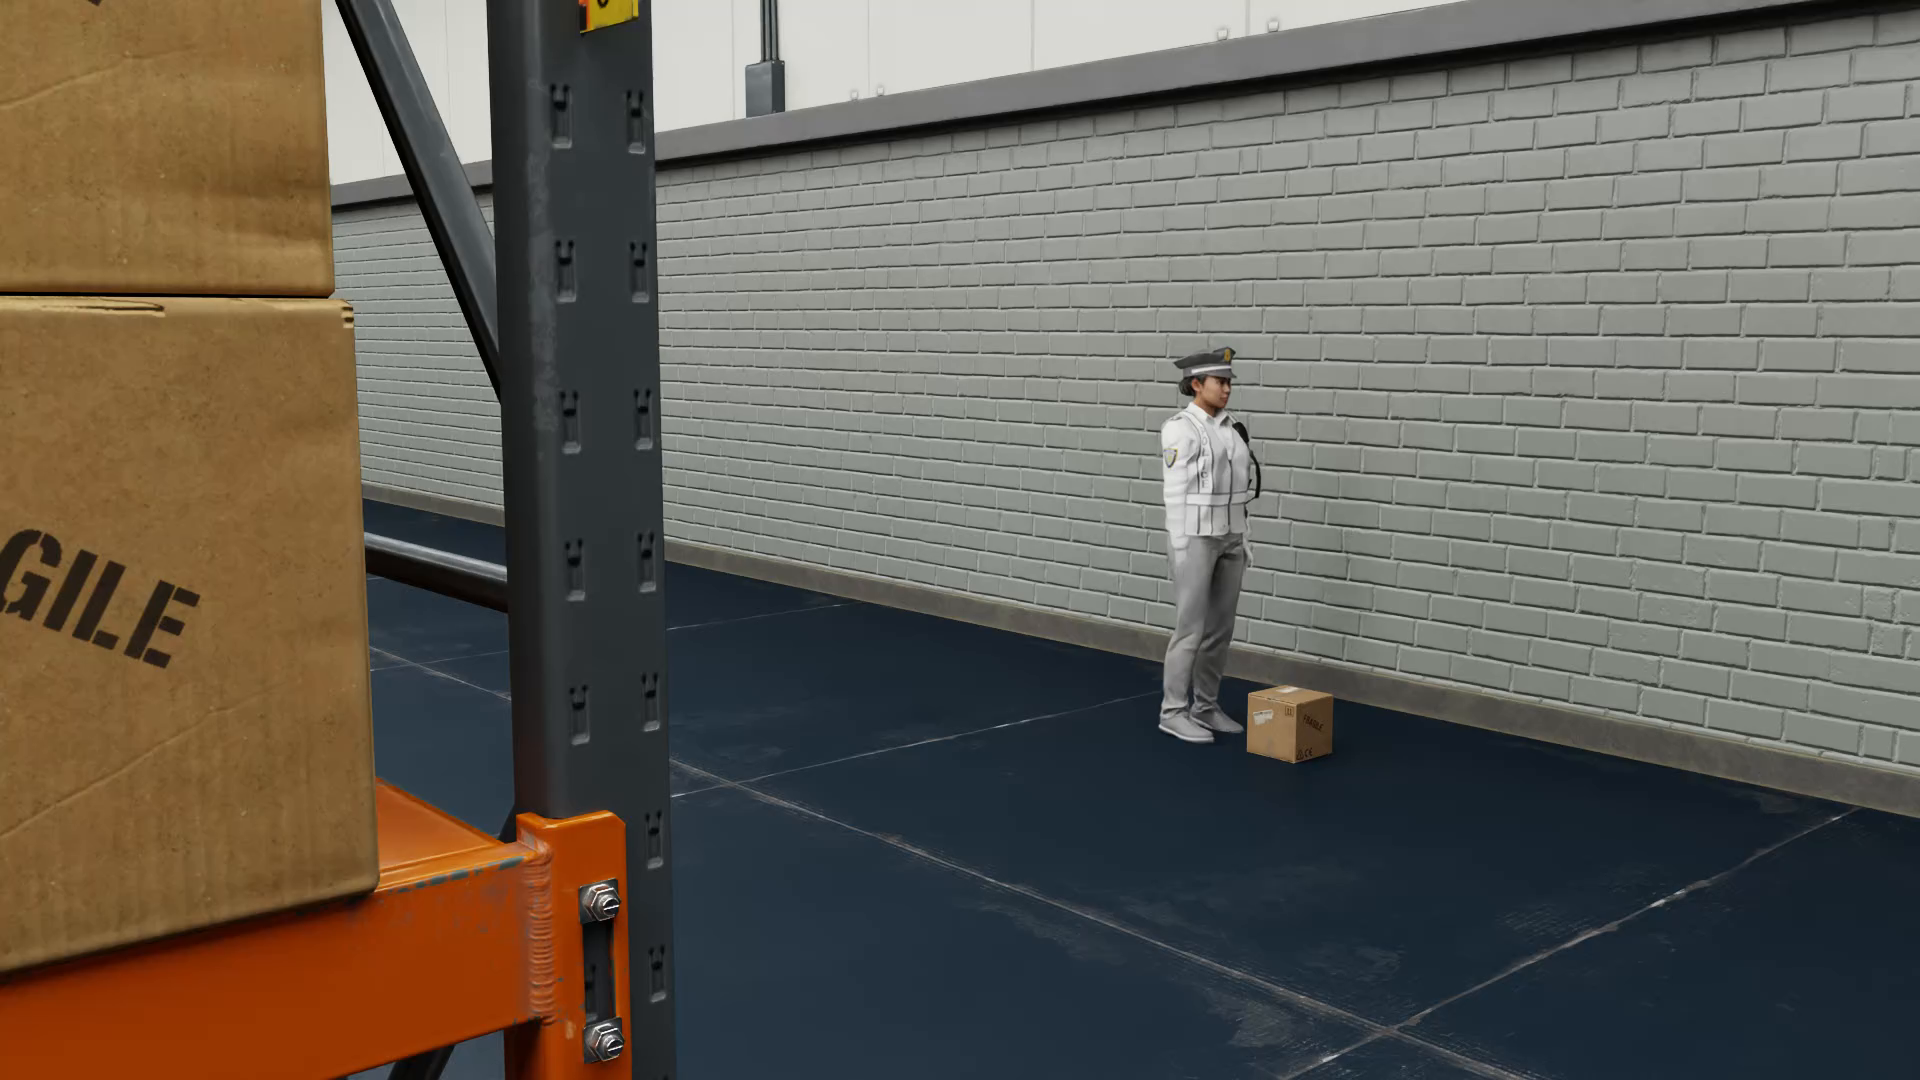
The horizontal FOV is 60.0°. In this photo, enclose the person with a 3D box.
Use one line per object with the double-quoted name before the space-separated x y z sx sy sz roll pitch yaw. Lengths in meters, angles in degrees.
"person" 1.075 0.024 7.159 0.467 1.703 0.338 -6 10 -39
